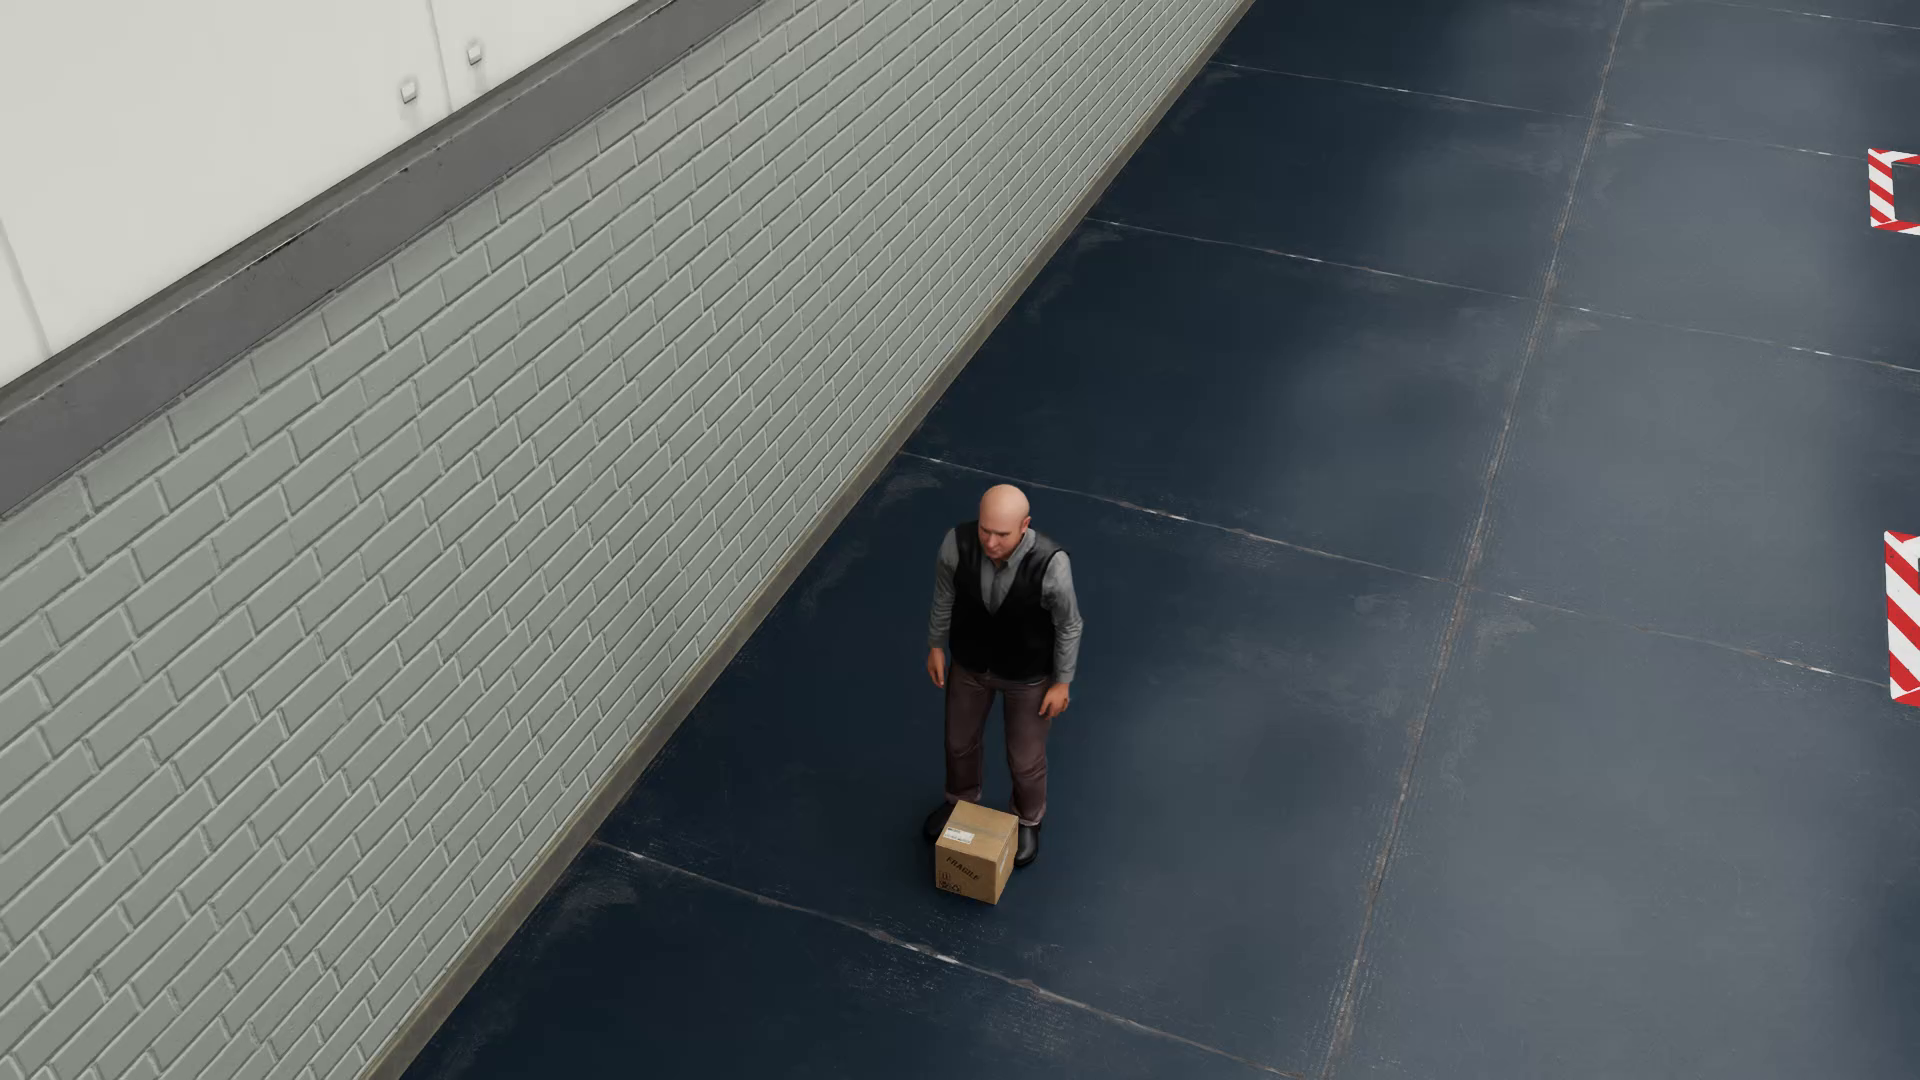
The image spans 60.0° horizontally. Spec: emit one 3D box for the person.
[{"bbox_3d":[0.163,0.468,6.224,0.580,1.721,0.416,15,40,18],"label":"person"}]
